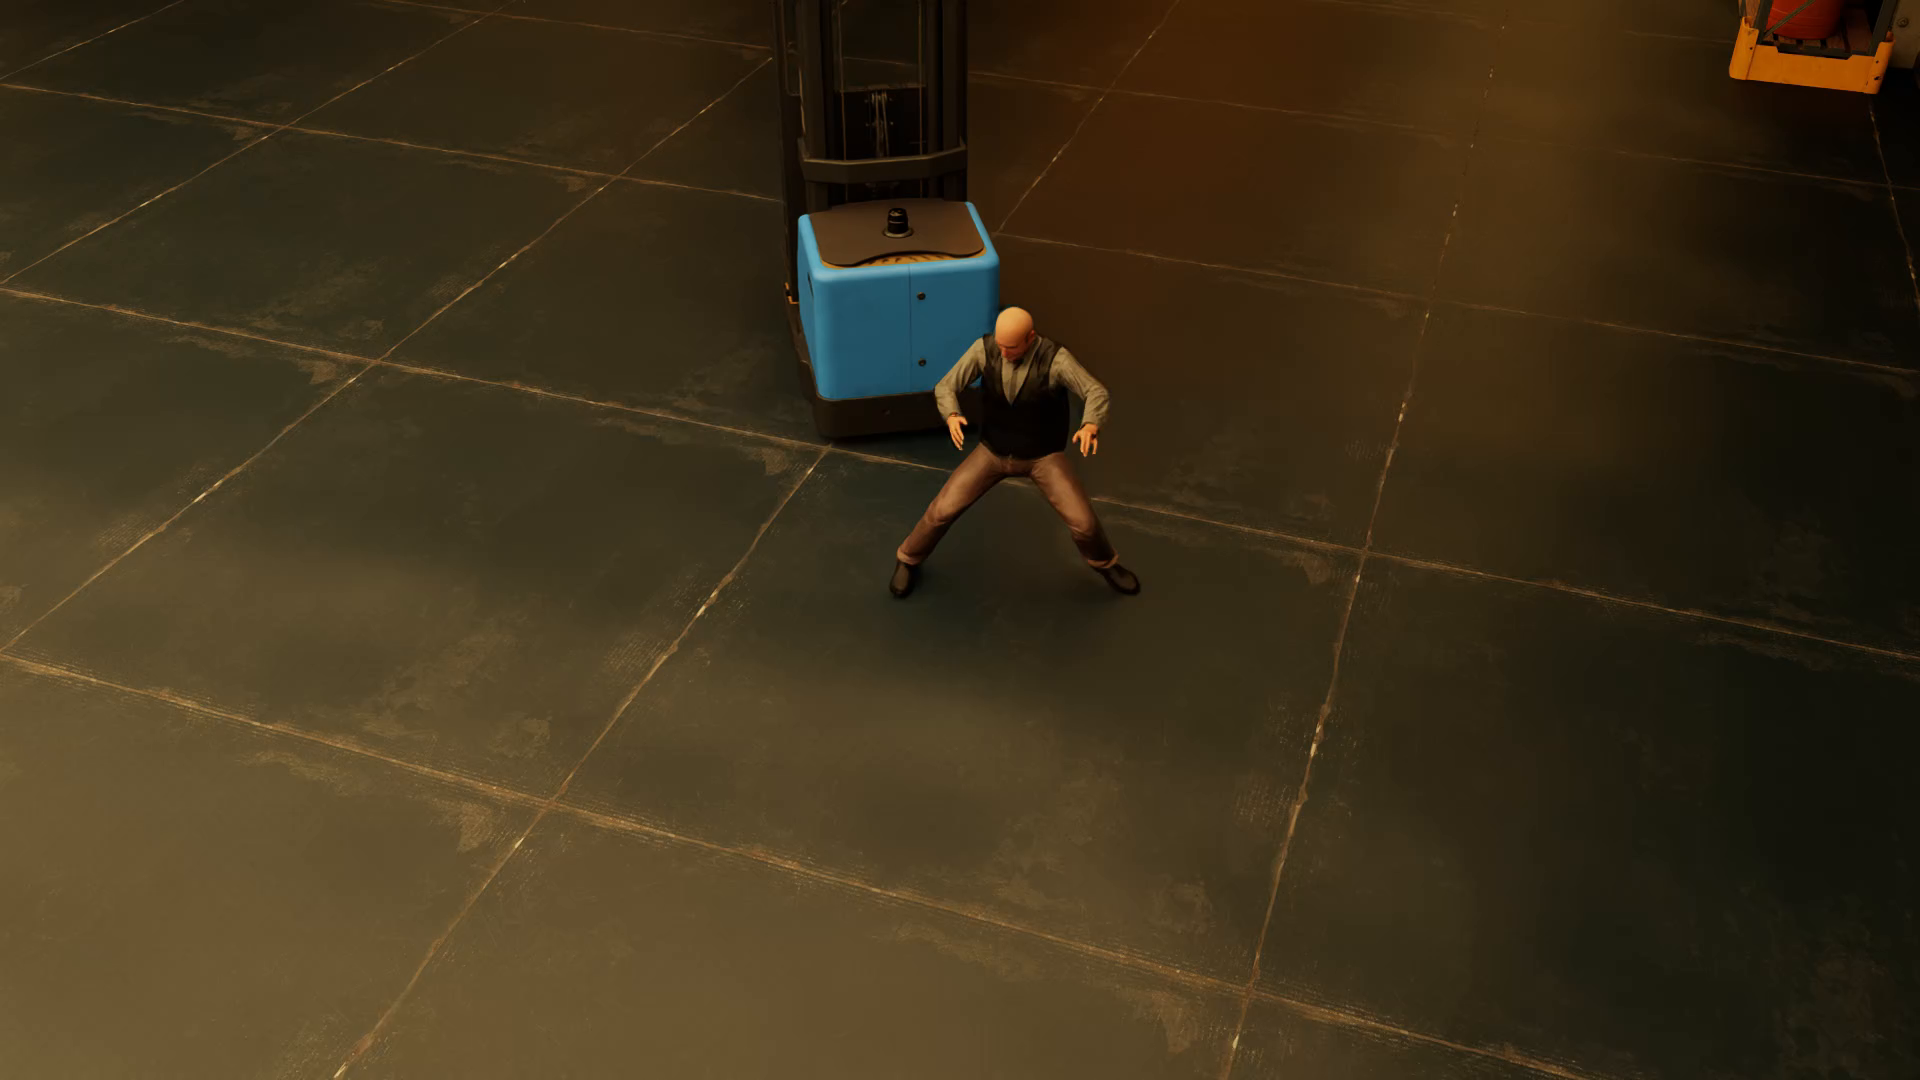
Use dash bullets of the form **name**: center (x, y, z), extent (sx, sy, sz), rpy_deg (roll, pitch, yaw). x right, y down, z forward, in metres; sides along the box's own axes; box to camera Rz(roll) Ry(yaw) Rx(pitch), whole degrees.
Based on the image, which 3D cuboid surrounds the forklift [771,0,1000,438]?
- **forklift**: center (-0.548, -2.617, 9.802), extent (1.130, 2.935, 3.031), rpy_deg (-6, 36, -9)

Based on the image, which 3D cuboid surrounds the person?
- **person**: center (0.284, -0.399, 7.915), extent (1.213, 1.496, 0.701), rpy_deg (13, 37, 18)
